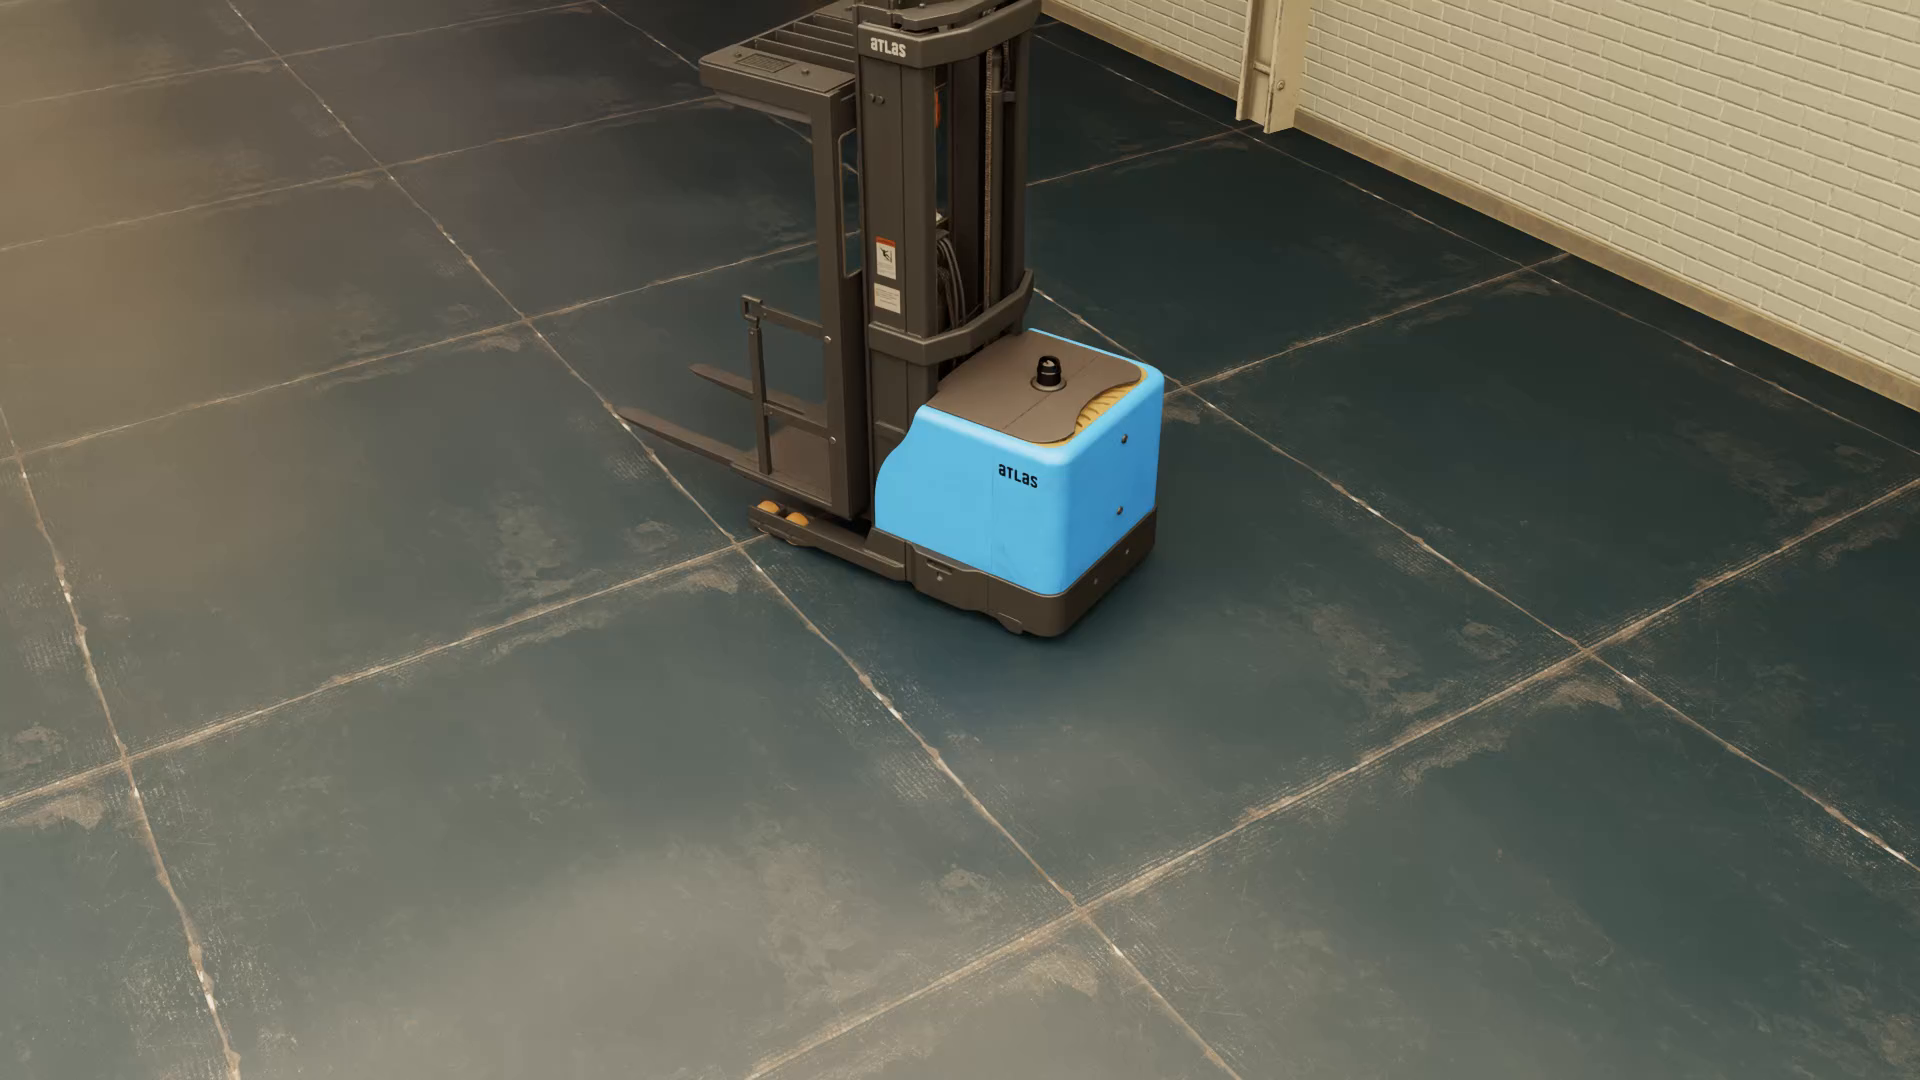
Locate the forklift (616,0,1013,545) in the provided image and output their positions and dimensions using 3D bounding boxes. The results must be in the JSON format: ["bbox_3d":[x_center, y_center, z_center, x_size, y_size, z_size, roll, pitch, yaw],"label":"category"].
[{"bbox_3d":[-0.497,-1.401,8.141,3.031,2.935,1.121,22,41,28],"label":"forklift"}]

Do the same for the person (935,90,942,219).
[{"bbox_3d":[-0.510,-3.001,11.477,0.890,1.731,0.457,3,35,4],"label":"person"}]
